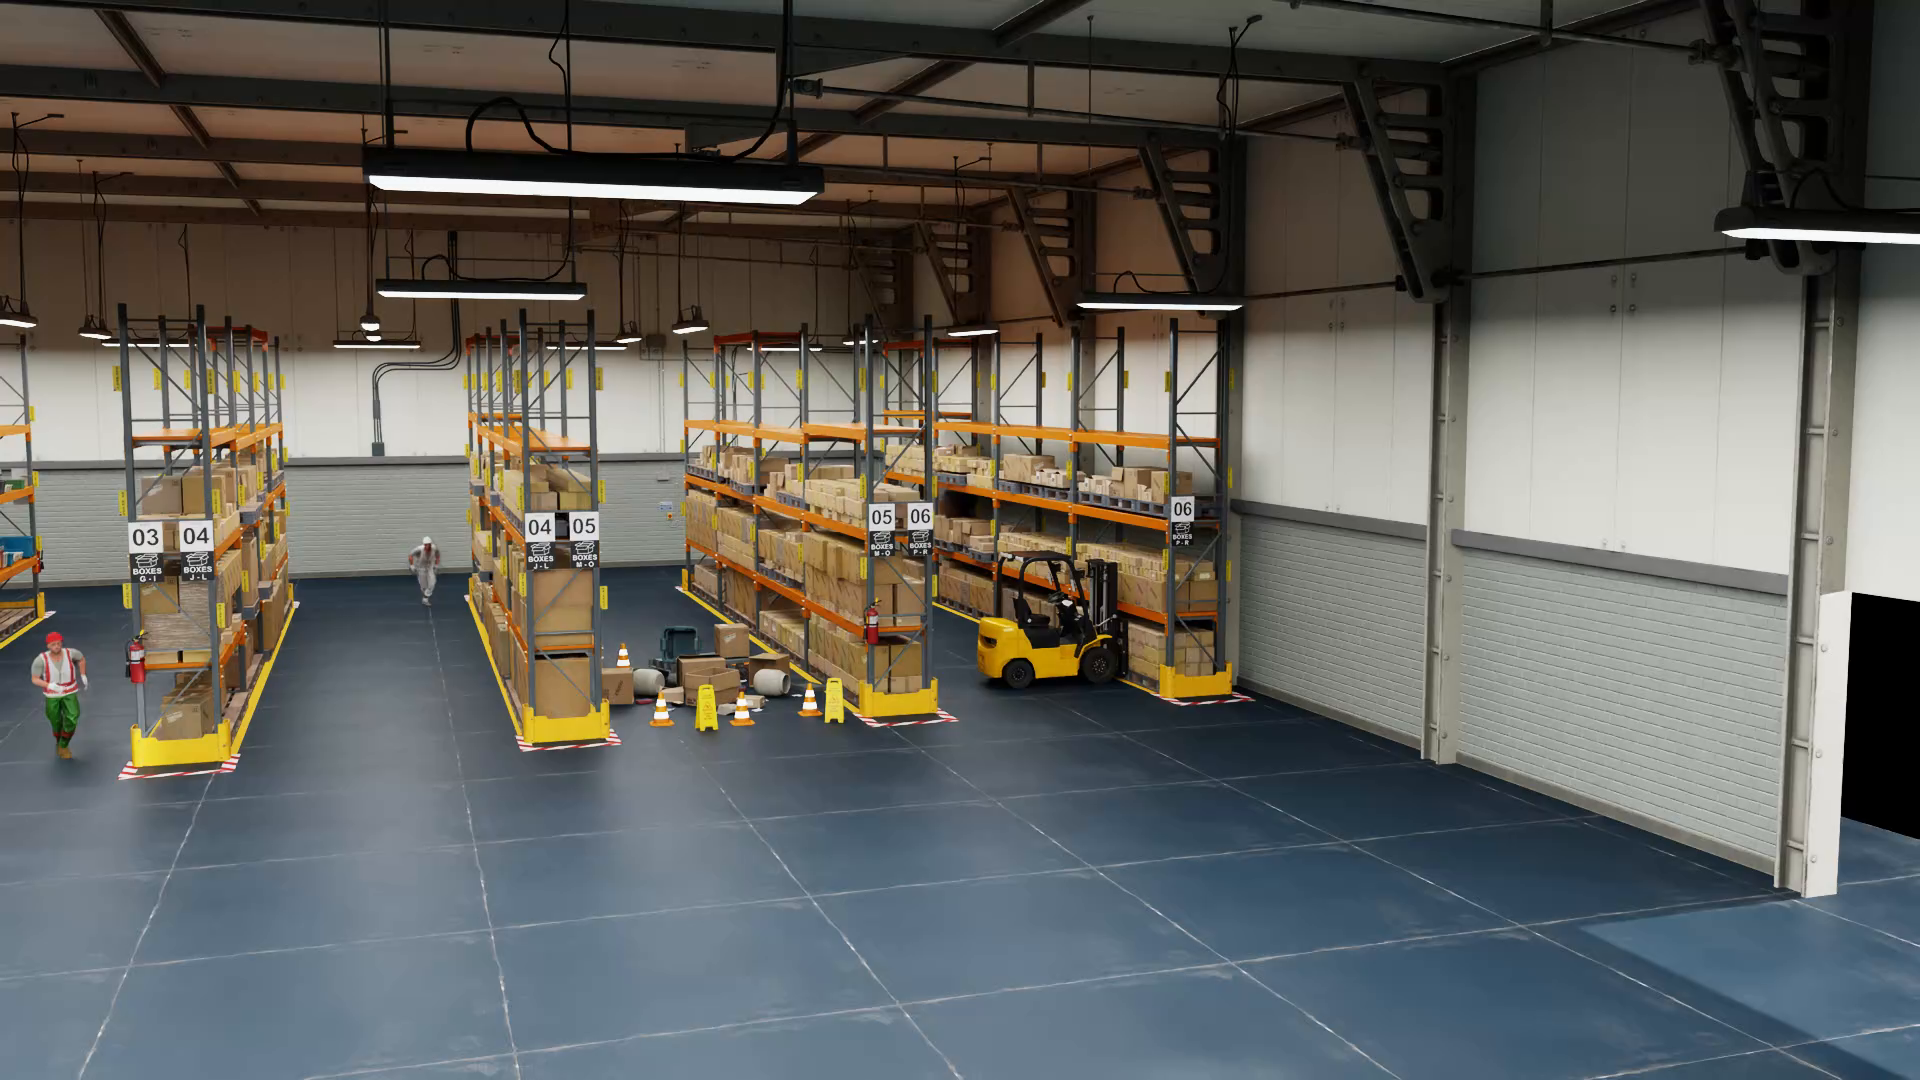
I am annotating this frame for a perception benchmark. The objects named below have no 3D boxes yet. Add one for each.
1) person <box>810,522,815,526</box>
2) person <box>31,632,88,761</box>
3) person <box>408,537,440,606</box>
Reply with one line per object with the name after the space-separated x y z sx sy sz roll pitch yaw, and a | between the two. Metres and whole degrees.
-3.367 0.317 38.310 0.679 1.620 0.584 0 5 4 | person
-11.939 2.053 22.077 0.641 1.740 0.799 -3 6 -25 | person
-12.015 0.690 37.306 0.676 1.584 0.978 -3 6 -26 | person
